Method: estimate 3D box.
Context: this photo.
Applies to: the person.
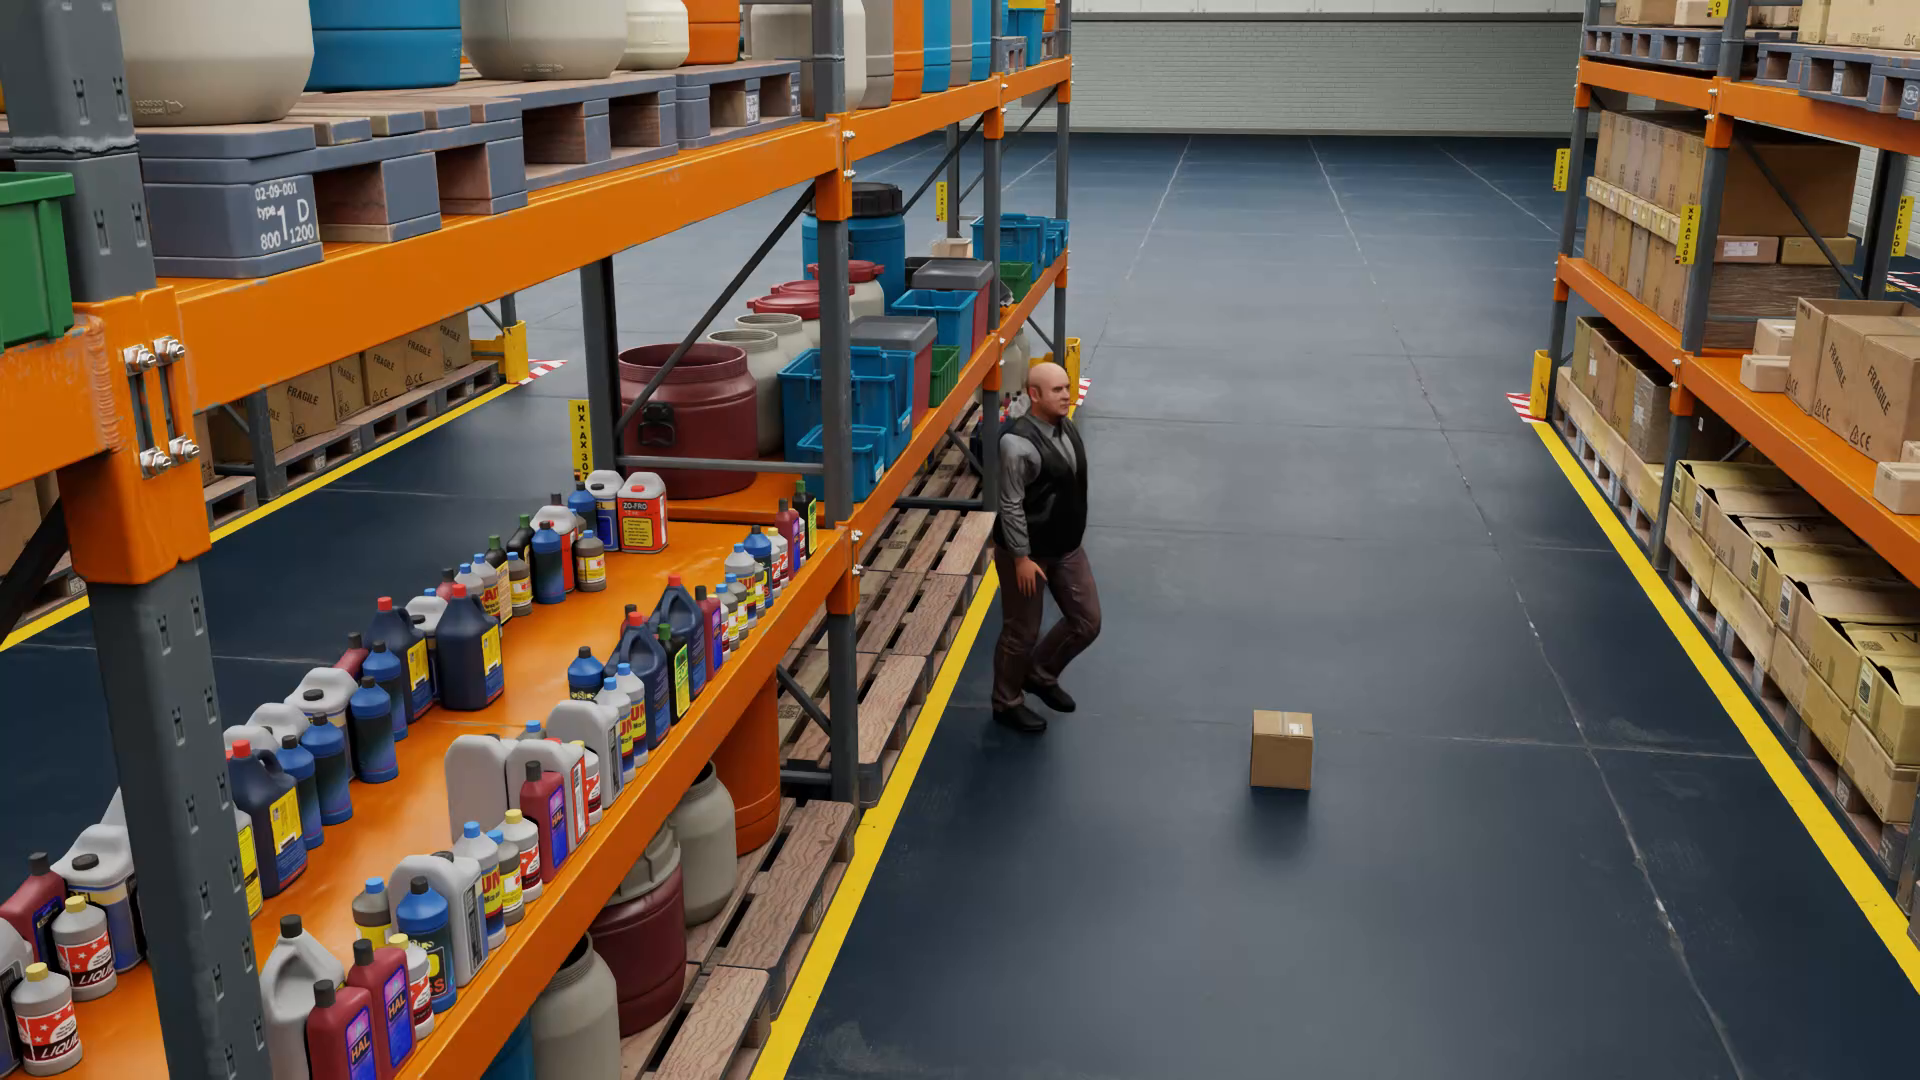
[{"bbox_3d":[0.349,0.045,7.428,0.485,1.711,0.551,14,23,38],"label":"person"}]
